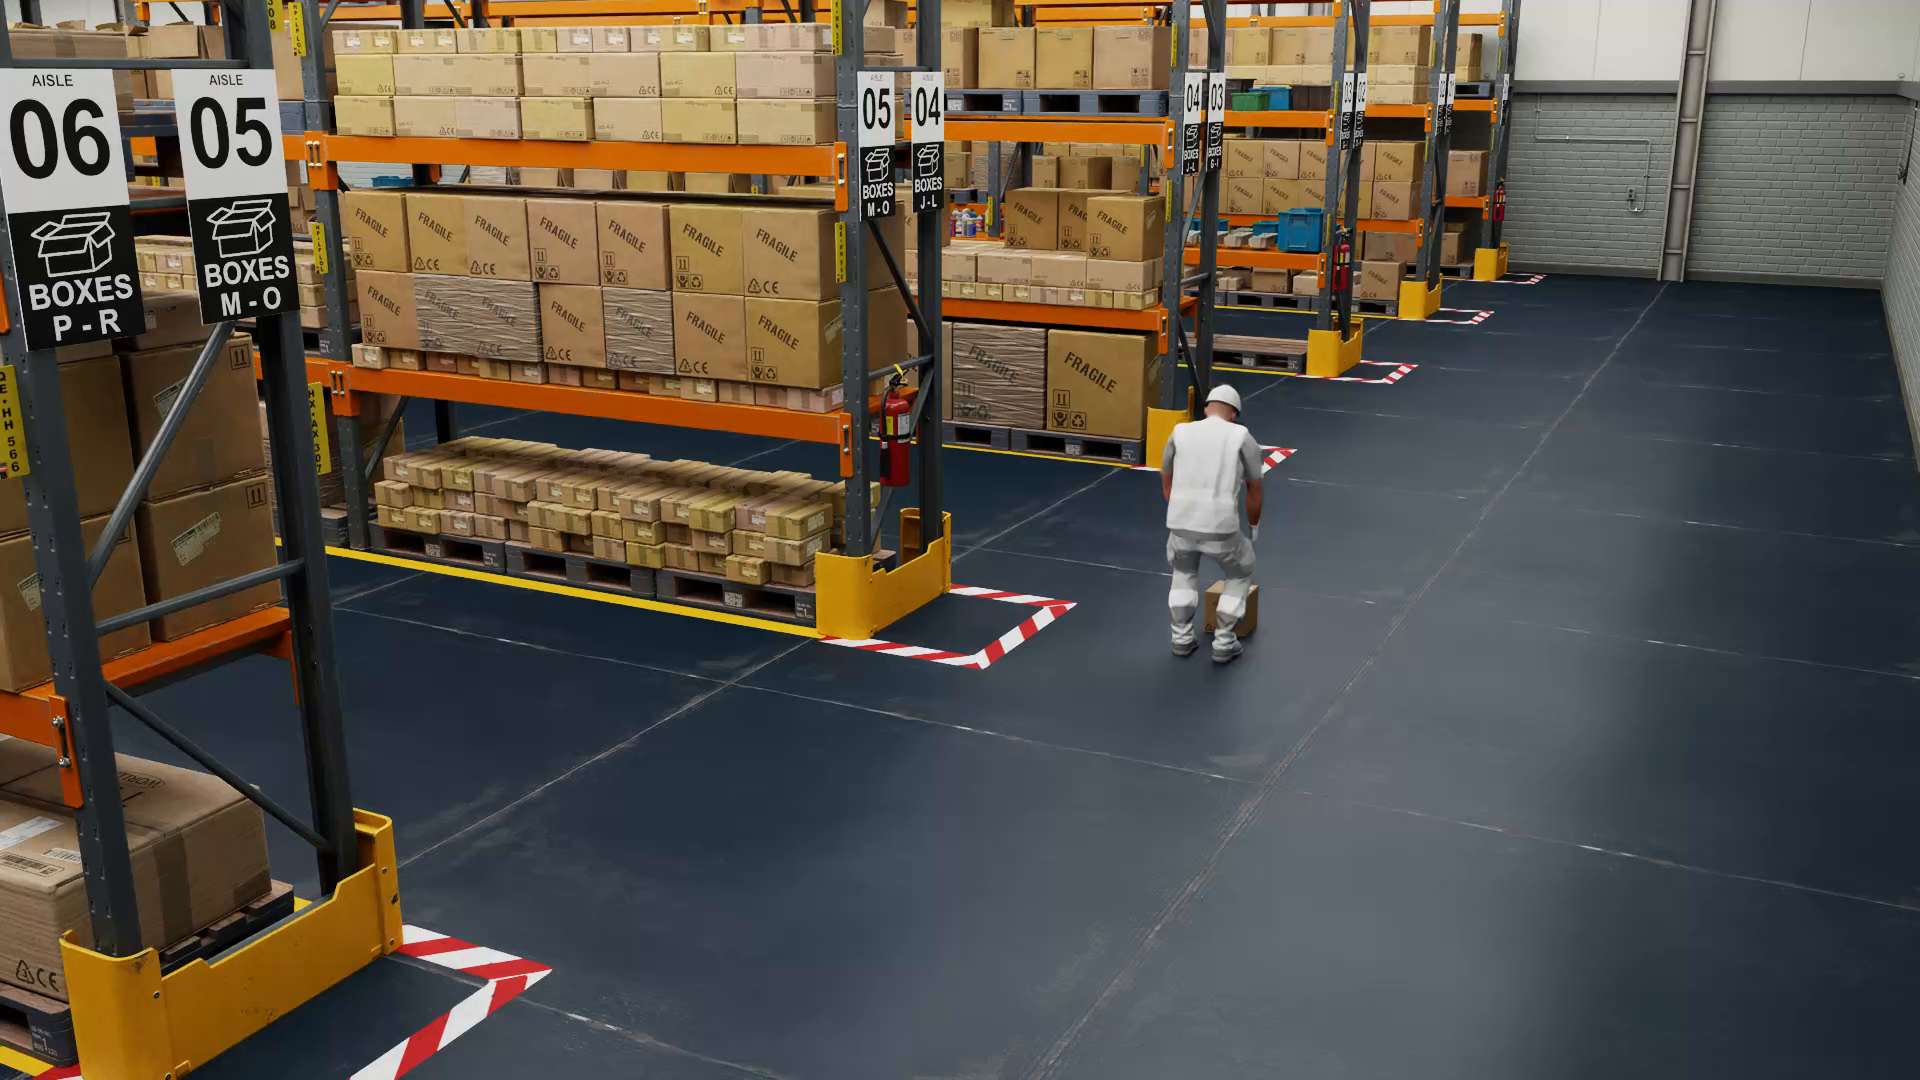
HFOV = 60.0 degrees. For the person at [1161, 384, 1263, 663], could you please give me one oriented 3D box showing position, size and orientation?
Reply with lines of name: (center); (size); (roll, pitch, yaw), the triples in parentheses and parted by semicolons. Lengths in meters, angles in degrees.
person: (1.391, -0.097, 9.366); (0.581, 1.500, 0.711); (8, 17, 26)
